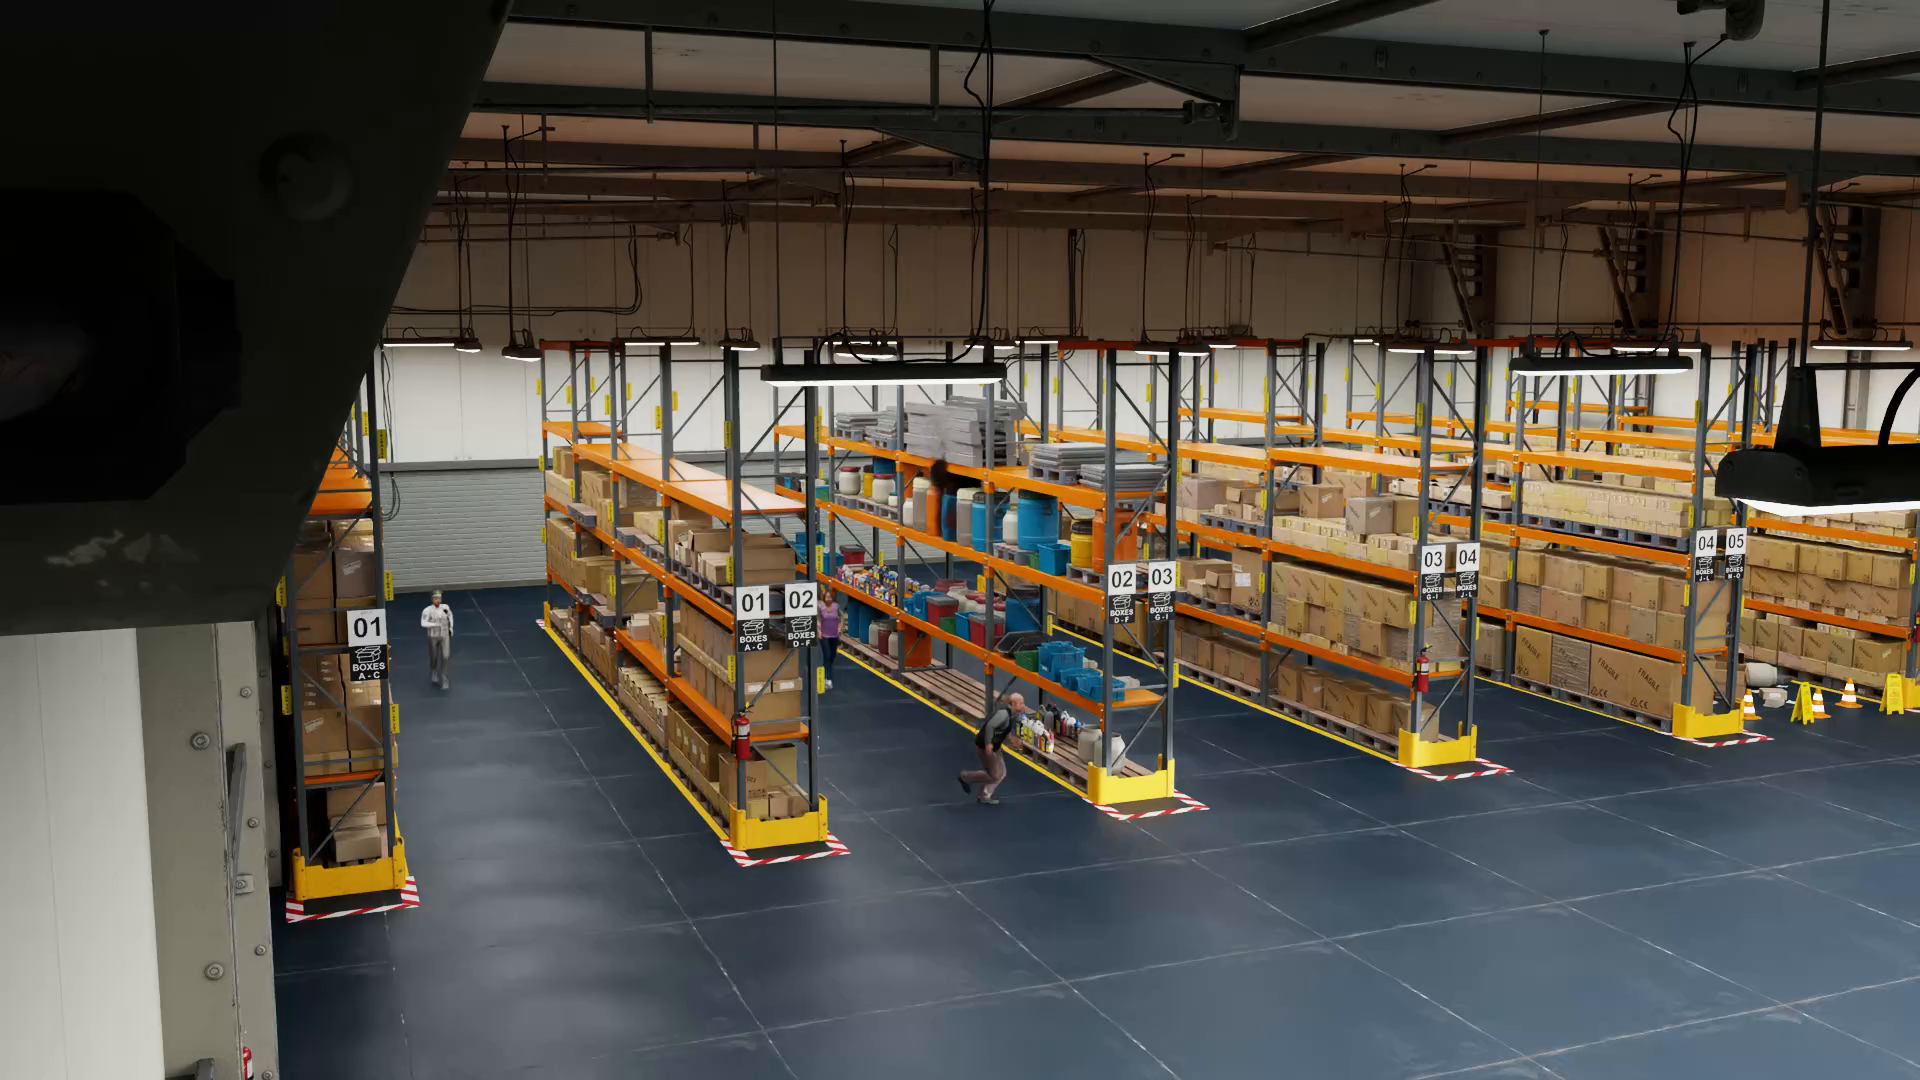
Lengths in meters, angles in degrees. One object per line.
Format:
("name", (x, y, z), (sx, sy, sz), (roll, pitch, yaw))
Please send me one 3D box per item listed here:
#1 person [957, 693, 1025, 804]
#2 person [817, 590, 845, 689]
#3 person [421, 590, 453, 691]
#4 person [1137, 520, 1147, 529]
("person", (0.404, 2.752, 21.871), (0.909, 1.525, 0.672), (2, 8, 12))
("person", (-2.206, 1.633, 27.921), (0.540, 1.626, 0.668), (-2, 8, -16))
("person", (-9.117, 1.715, 29.036), (0.564, 1.736, 0.846), (-3, 8, -24))
("person", (4.340, 0.177, 40.797), (0.716, 1.746, 0.598), (6, 10, 40))
